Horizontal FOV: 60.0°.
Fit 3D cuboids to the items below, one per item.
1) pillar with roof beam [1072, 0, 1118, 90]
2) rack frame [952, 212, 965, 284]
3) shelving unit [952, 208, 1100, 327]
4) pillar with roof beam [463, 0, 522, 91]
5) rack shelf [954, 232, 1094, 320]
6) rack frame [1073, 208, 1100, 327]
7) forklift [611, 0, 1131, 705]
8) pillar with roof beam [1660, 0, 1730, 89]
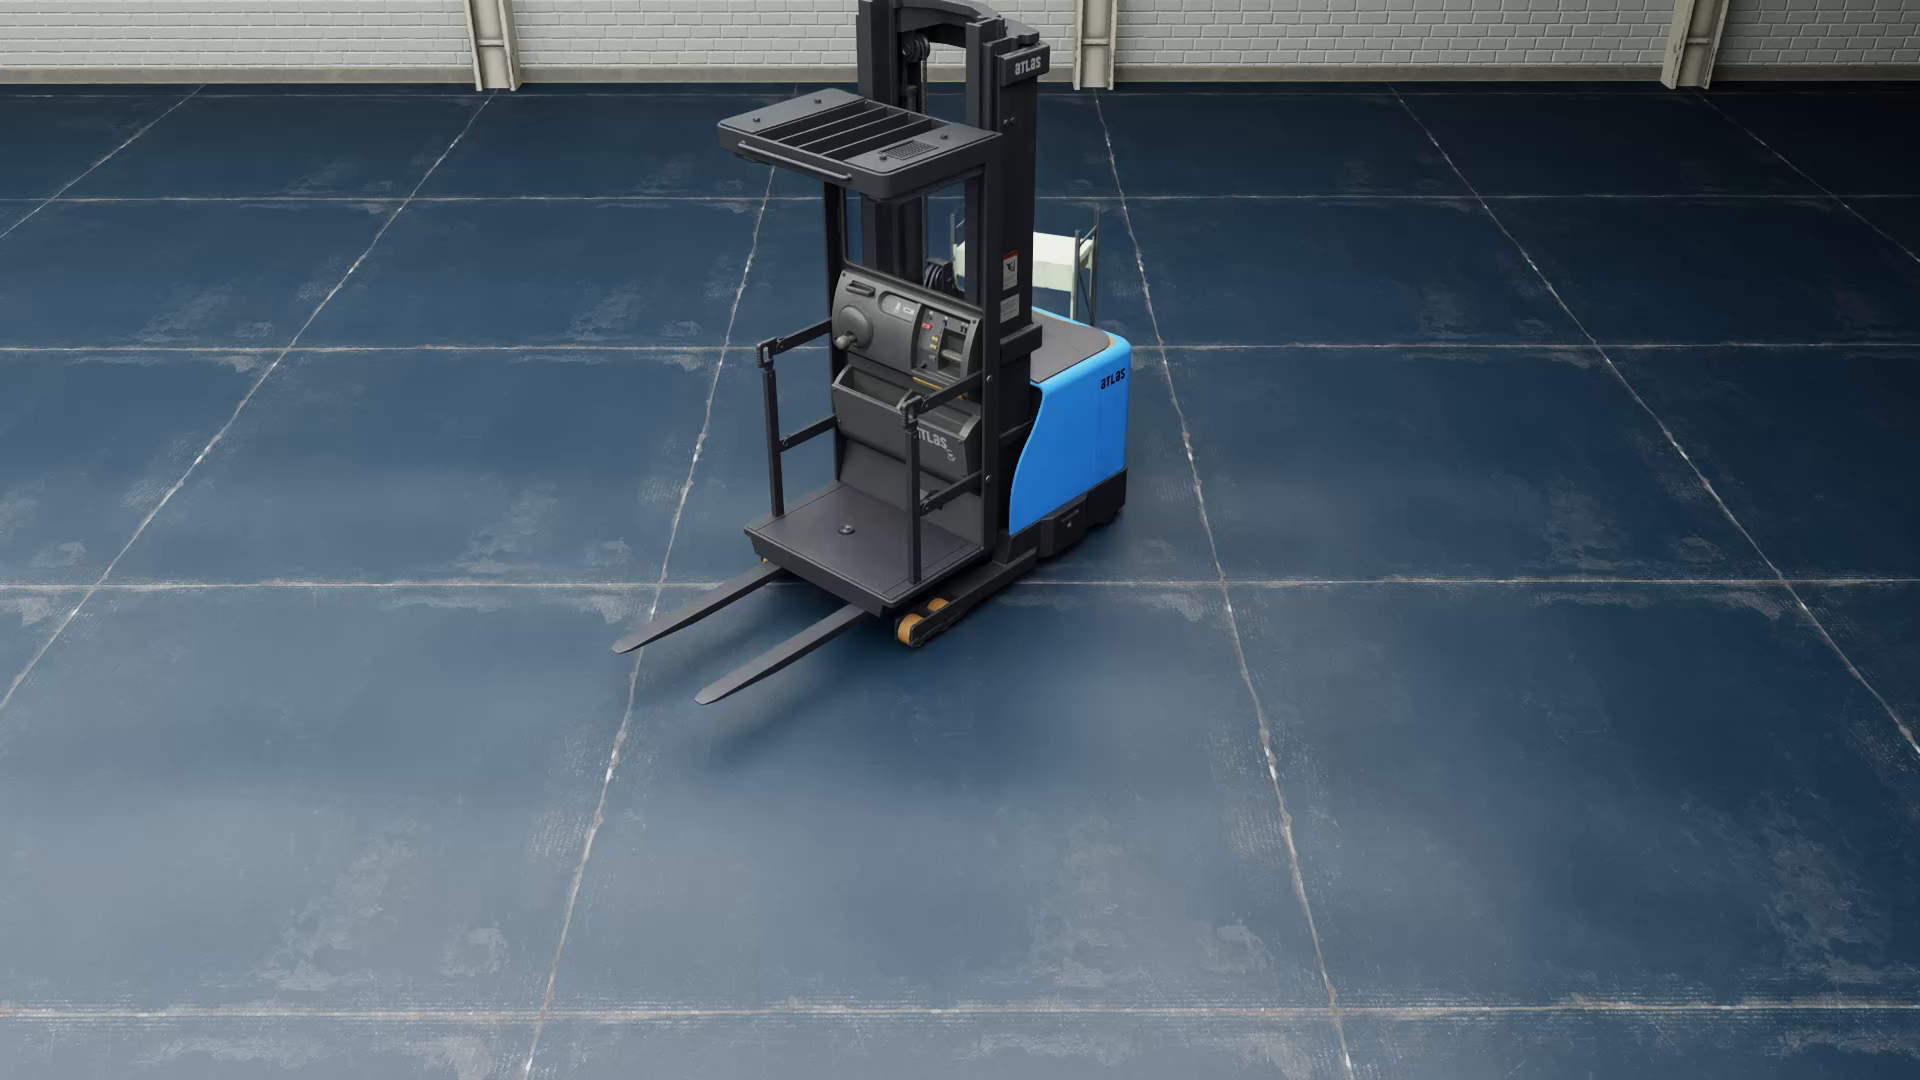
[{"bbox_3d":[1.372,-6.220,10.827,0.400,9.000,9.100,0,31,0],"label":"pillar with roof beam"},{"bbox_3d":[0.035,-1.293,9.936,0.023,1.500,0.400,11,33,18],"label":"rack frame"},{"bbox_3d":[0.377,-1.225,9.822,0.755,1.500,0.431,11,33,18],"label":"shelving unit"},{"bbox_3d":[-4.627,-6.202,10.796,0.400,9.000,9.100,0,31,0],"label":"pillar with roof beam"},{"bbox_3d":[0.377,-1.558,9.620,0.720,0.370,0.431,11,33,18],"label":"rack shelf"},{"bbox_3d":[0.718,-1.156,9.709,0.023,1.500,0.400,11,33,18],"label":"rack frame"},{"bbox_3d":[-0.416,-1.012,8.092,1.130,2.935,3.031,25,39,35],"label":"forklift"},{"bbox_3d":[7.372,-6.239,10.858,0.400,9.000,9.100,0,31,0],"label":"pillar with roof beam"}]
